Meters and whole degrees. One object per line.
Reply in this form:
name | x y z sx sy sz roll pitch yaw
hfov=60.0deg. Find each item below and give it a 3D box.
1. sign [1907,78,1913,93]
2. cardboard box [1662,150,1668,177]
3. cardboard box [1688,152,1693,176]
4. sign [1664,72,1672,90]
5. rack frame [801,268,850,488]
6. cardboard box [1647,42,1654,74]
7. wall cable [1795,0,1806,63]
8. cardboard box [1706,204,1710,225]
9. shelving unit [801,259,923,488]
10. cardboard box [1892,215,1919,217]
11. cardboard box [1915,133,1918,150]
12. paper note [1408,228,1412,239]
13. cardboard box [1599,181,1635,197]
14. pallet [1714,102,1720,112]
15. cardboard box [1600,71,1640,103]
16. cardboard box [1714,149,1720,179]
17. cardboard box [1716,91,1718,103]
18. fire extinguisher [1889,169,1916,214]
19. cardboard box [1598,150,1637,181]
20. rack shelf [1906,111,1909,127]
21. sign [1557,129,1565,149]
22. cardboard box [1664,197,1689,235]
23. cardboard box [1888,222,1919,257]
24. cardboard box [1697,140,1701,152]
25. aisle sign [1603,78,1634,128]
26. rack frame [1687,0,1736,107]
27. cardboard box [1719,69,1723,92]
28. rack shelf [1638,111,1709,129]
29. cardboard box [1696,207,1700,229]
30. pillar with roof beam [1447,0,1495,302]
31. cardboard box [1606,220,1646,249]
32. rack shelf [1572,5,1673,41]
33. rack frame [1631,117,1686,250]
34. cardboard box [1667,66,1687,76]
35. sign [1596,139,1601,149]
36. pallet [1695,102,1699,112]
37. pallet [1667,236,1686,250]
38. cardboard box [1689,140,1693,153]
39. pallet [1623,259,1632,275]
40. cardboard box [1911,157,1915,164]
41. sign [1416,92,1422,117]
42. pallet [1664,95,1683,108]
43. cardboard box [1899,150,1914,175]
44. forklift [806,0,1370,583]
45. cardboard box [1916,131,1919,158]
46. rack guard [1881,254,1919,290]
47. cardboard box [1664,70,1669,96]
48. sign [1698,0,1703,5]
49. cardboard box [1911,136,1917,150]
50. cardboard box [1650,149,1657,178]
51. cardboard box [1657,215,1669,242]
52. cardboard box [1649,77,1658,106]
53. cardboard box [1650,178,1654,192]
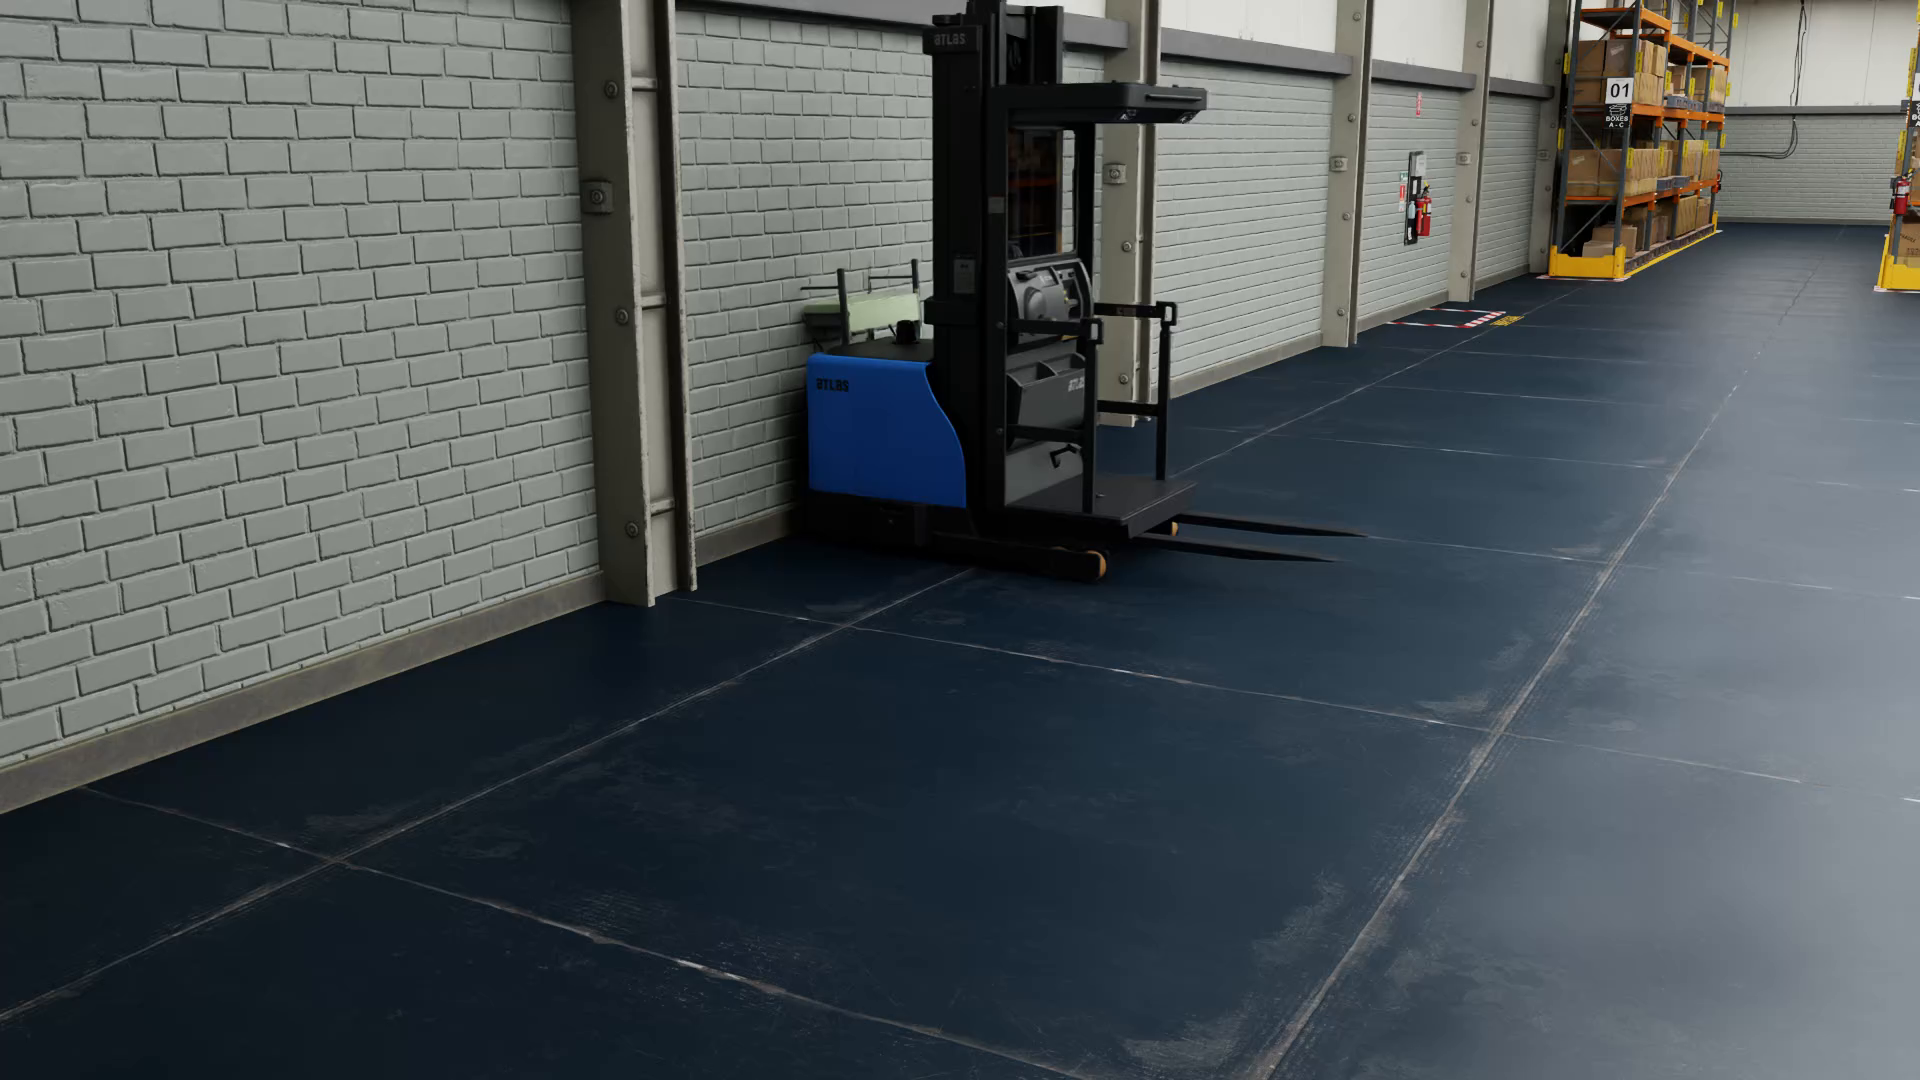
sign | 18.183 -8.721 31.805 0.100 0.325 0.005 7 15 28
cardboard box | 13.517 -7.417 32.747 0.700 0.500 0.500 7 15 28
cardboard box | 15.280 -7.992 35.393 0.500 0.500 0.500 7 15 28
sign | 12.864 -8.339 30.221 0.100 0.325 0.005 7 15 28
rack frame | -0.776 -0.806 9.609 0.400 1.500 0.023 4 15 33
cardboard box | 11.375 -8.127 28.053 0.500 0.500 0.500 8 16 30
wall cable | 23.601 -13.827 43.536 3.097 2.526 0.112 7 15 28
cardboard box | 17.935 -7.986 40.694 0.700 0.500 0.500 7 15 28
shelving unit | -0.577 -0.883 9.906 0.431 1.500 0.755 4 15 33
cardboard box | 16.225 -5.301 28.494 0.500 0.500 0.500 7 15 28
cardboard box | 16.514 -6.717 28.012 0.700 0.500 0.500 7 15 28
paper note | 5.758 -3.920 21.273 0.016 0.148 0.142 7 15 28
cardboard box | 10.965 -5.870 27.759 0.500 0.250 0.500 7 15 26
pallet | 17.248 -10.162 39.074 1.003 0.211 1.213 7 15 28
cardboard box | 10.832 -7.426 27.279 0.500 0.500 0.500 8 16 30
cardboard box | 17.948 -9.192 40.620 0.980 0.700 0.700 8 16 31
cardboard box | 17.318 -10.290 38.626 0.500 0.250 0.500 7 15 26
fire extinguisher | 14.326 -5.299 25.279 0.296 0.674 0.183 7 15 28
cardboard box | 10.945 -6.234 27.670 0.500 0.500 0.500 7 15 28
rack shelf | 17.690 -7.648 29.991 1.077 0.370 4.000 7 15 28
sign | 9.975 -6.652 27.582 0.100 0.325 0.005 7 15 28
cardboard box | 15.218 -6.984 35.795 0.750 0.750 0.750 7 15 28
cardboard box | 14.788 -4.684 25.934 0.500 0.500 0.500 7 15 28
cardboard box | 15.995 -8.670 36.604 0.500 0.250 0.500 8 16 29
aisle sign | 10.679 -7.084 26.970 0.394 0.787 0.004 7 15 28
rack frame | 18.186 -12.068 40.390 1.000 3.000 0.127 7 15 28
cardboard box | 17.575 -10.764 38.991 0.500 0.500 0.500 7 15 26
rack shelf | 15.285 -9.029 35.720 1.077 0.370 4.000 7 15 28
cardboard box | 16.704 -7.462 38.521 0.700 0.500 0.500 8 16 29
pillar with roof beam | 10.900 -7.308 20.647 9.100 9.000 0.400 7 15 28
cardboard box | 12.726 -5.841 31.757 0.700 0.500 0.500 8 16 30
rack shelf | 11.418 -8.844 28.561 1.077 0.370 4.000 7 15 28
rack frame | 14.319 -7.510 34.285 1.000 3.000 0.127 7 15 28
cardboard box | 15.458 -10.136 36.023 0.500 0.250 0.500 7 15 26
sign | 11.897 -7.315 31.003 0.100 0.325 0.005 7 15 28
pallet | 15.121 -9.245 35.482 1.003 0.211 1.213 8 16 31
pallet | 14.766 -6.308 35.248 1.003 0.211 1.213 7 15 28
cardboard box | 15.261 -8.355 35.299 0.500 0.250 0.500 7 15 28
pallet | 10.912 -4.692 28.544 1.003 0.211 1.213 7 15 28
cardboard box | 15.432 -6.038 26.582 0.380 0.149 0.250 8 16 30
sign | 5.813 -5.513 21.057 0.001 0.298 0.199 7 15 28
pallet | 12.777 -8.171 31.027 1.213 0.211 1.003 7 15 28
cardboard box | 19.889 -7.803 34.391 0.700 0.500 0.500 10 17 37
forklift | 0.670 -1.346 8.864 3.031 2.935 1.130 7 15 28
cardboard box | 15.052 -6.093 25.425 0.700 0.500 0.500 7 15 28
rack guard | 14.778 -4.088 25.425 1.175 0.500 0.348 7 15 28
cardboard box | 13.315 -8.757 31.946 0.500 0.500 0.500 7 15 26
sign | 14.798 -10.860 33.217 0.100 0.325 0.005 7 15 28
cardboard box | 20.608 -8.438 35.788 0.500 0.500 0.500 7 15 28
cardboard box | 12.191 -6.756 29.834 0.500 0.500 0.500 7 15 28
cardboard box | 14.016 -6.355 33.890 0.700 0.500 0.500 8 16 29
cardboard box | 12.102 -7.972 29.545 0.500 0.500 0.500 6 15 23
cardboard box | 12.173 -6.394 29.931 0.500 0.250 0.500 7 15 28
